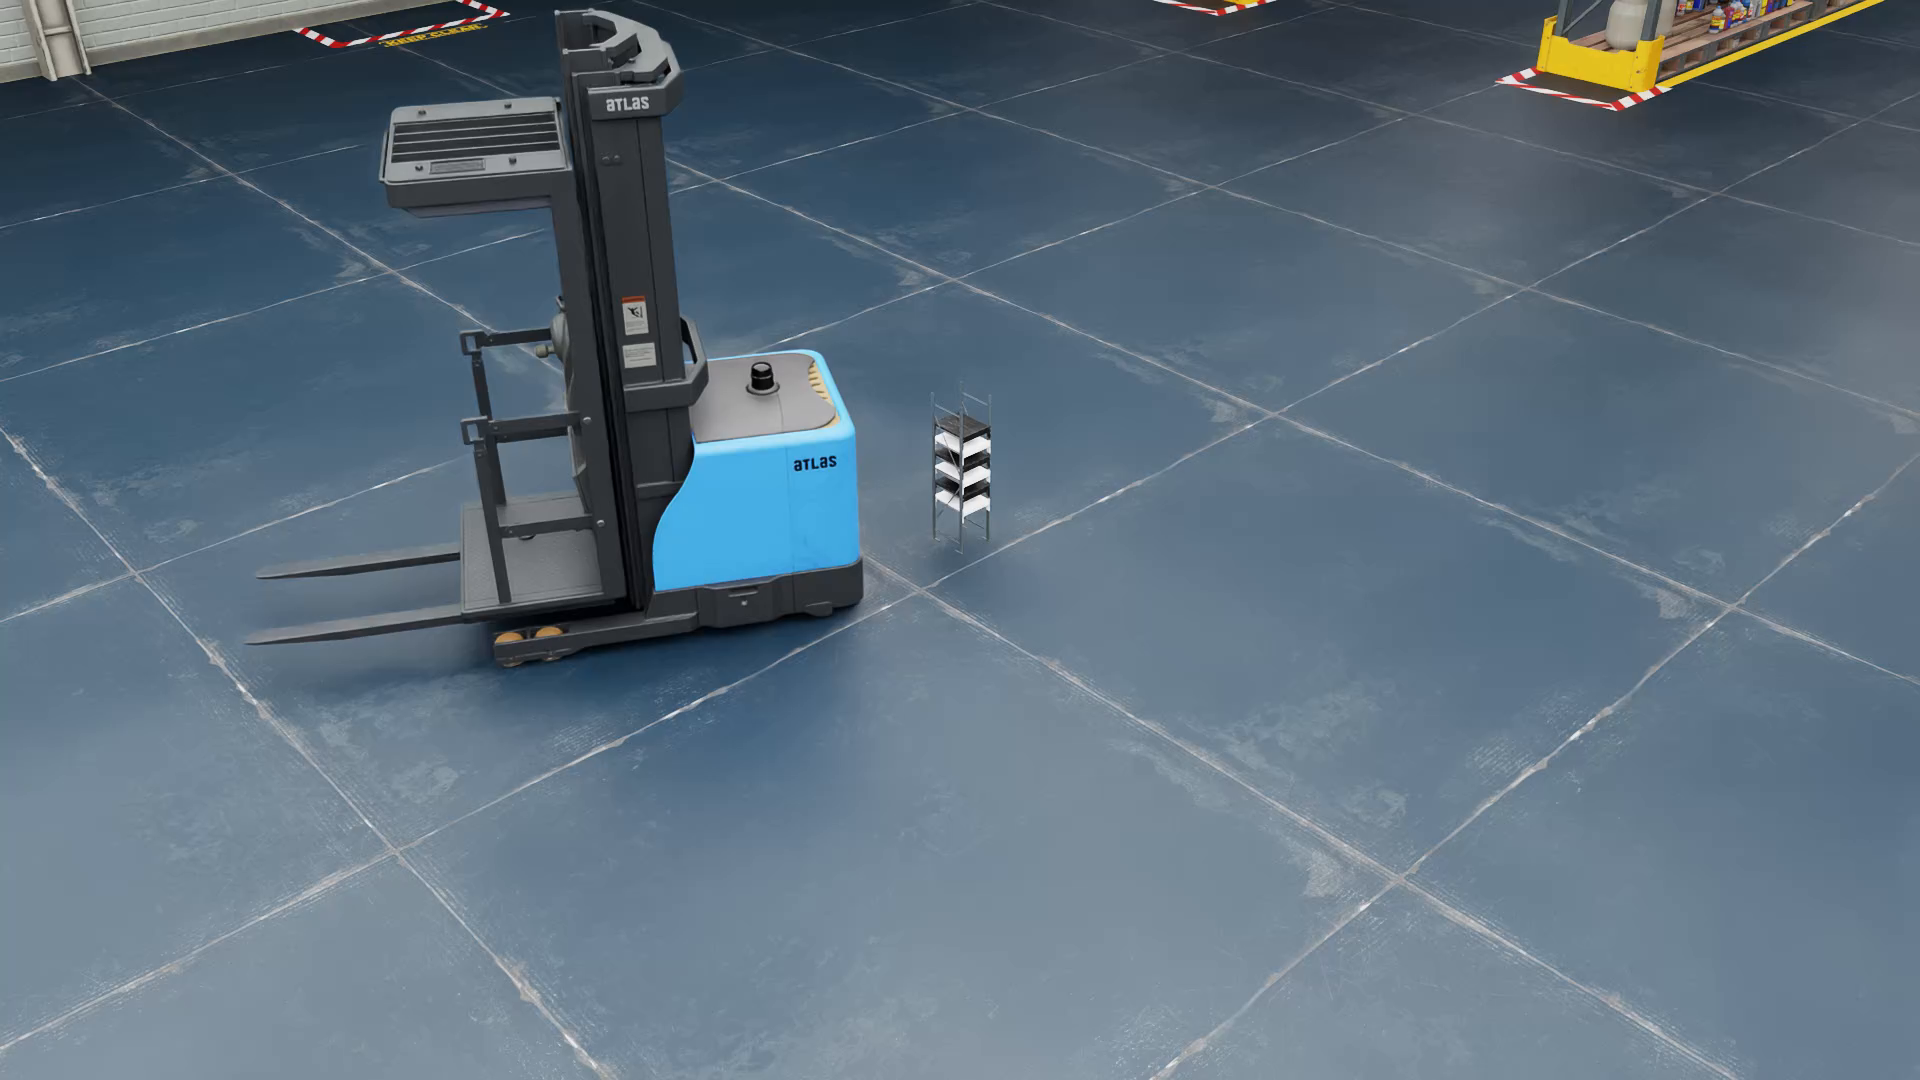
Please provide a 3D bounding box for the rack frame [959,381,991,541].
[{"bbox_3d":[0.081,-0.423,9.079,0.006,0.900,0.240,-26,40,-35],"label":"rack frame"}]

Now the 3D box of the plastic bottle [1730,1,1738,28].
[{"bbox_3d":[8.235,-5.617,17.754,0.097,0.271,0.097,0,31,0],"label":"plastic bottle"}]

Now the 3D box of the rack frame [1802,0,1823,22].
[{"bbox_3d":[9.375,-7.366,18.421,0.127,3.000,1.000,-26,40,-35],"label":"rack frame"}]

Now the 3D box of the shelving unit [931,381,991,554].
[{"bbox_3d":[0.006,-0.387,9.020,0.210,0.900,0.258,-26,40,-35],"label":"shelving unit"}]

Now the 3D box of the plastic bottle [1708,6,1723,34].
[{"bbox_3d":[7.984,-5.495,17.555,0.097,0.271,0.097,0,31,0],"label":"plastic bottle"}]

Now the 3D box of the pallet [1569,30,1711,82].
[{"bbox_3d":[7.065,-5.089,17.370,1.213,0.211,1.003,-26,40,-35],"label":"pallet"}]

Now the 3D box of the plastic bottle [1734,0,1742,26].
[{"bbox_3d":[8.308,-5.652,17.812,0.097,0.271,0.097,0,31,0],"label":"plastic bottle"}]

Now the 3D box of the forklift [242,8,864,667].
[{"bbox_3d":[-2.075,-0.930,7.961,3.031,2.935,1.130,-8,32,-12],"label":"forklift"}]

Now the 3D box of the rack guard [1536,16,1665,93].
[{"bbox_3d":[6.466,-4.926,16.827,0.348,0.500,1.175,-26,40,-35],"label":"rack guard"}]

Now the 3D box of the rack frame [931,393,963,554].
[{"bbox_3d":[-0.069,-0.351,8.961,0.006,0.900,0.240,-26,40,-35],"label":"rack frame"}]

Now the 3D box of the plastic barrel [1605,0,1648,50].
[{"bbox_3d":[6.873,-5.328,17.070,0.421,0.512,0.421,0,31,0],"label":"plastic barrel"}]

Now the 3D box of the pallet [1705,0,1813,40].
[{"bbox_3d":[8.855,-5.954,18.785,1.213,0.211,1.003,-26,40,-35],"label":"pallet"}]

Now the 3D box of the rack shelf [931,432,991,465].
[{"bbox_3d":[0.006,-0.512,8.943,0.200,0.077,0.258,-26,40,-35],"label":"rack shelf"}]

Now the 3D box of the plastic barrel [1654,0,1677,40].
[{"bbox_3d":[7.241,-5.506,17.361,0.421,0.512,0.421,0,31,0],"label":"plastic barrel"}]

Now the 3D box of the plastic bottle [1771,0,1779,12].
[{"bbox_3d":[8.958,-6.017,18.333,0.144,0.351,0.185,27,40,37],"label":"plastic bottle"}]

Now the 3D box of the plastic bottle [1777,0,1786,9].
[{"bbox_3d":[9.099,-6.085,18.444,0.185,0.351,0.144,-27,41,-37],"label":"plastic bottle"}]

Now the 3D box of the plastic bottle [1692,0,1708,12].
[{"bbox_3d":[8.170,-5.999,18.374,0.135,0.276,0.152,-26,40,-35],"label":"plastic bottle"}]

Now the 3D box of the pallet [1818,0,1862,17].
[{"bbox_3d":[9.925,-6.470,19.629,1.213,0.211,1.003,-26,40,-35],"label":"pallet"}]

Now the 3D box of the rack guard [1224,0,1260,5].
[{"bbox_3d":[3.060,-6.769,19.840,0.348,0.500,1.175,-26,40,-35],"label":"rack guard"}]

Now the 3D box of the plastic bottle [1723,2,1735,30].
[{"bbox_3d":[8.162,-5.574,17.672,0.133,0.283,0.061,-25,39,-35],"label":"plastic bottle"}]

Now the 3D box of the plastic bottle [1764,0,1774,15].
[{"bbox_3d":[8.867,-5.915,18.230,0.133,0.283,0.061,-23,38,-32],"label":"plastic bottle"}]

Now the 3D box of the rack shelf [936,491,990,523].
[{"bbox_3d":[0.006,-0.205,9.131,0.200,0.077,0.258,-26,40,-35],"label":"rack shelf"}]

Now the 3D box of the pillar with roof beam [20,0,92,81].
[{"bbox_3d":[-6.241,-6.973,12.027,0.400,9.000,9.100,-26,40,-35],"label":"pillar with roof beam"}]

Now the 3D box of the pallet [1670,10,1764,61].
[{"bbox_3d":[7.960,-5.520,18.074,1.213,0.211,1.003,-26,40,-35],"label":"pallet"}]

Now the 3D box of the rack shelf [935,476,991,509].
[{"bbox_3d":[0.006,-0.282,9.084,0.200,0.077,0.258,-26,40,-35],"label":"rack shelf"}]

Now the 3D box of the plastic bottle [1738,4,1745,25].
[{"bbox_3d":[8.381,-5.658,17.887,0.097,0.201,0.097,0,31,0],"label":"plastic bottle"}]

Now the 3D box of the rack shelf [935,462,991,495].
[{"bbox_3d":[0.006,-0.358,9.037,0.200,0.077,0.258,-26,40,-35],"label":"rack shelf"}]

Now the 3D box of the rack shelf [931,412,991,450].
[{"bbox_3d":[0.006,-0.589,8.896,0.200,0.077,0.258,-26,40,-35],"label":"rack shelf"}]

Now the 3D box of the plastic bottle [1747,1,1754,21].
[{"bbox_3d":[8.532,-5.730,18.007,0.097,0.201,0.097,0,31,0],"label":"plastic bottle"}]

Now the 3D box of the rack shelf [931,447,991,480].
[{"bbox_3d":[0.006,-0.435,8.990,0.200,0.077,0.258,-26,40,-35],"label":"rack shelf"}]

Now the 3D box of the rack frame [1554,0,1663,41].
[{"bbox_3d":[6.442,-5.948,16.101,0.127,3.000,1.000,-26,40,-35],"label":"rack frame"}]

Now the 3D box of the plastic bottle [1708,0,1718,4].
[{"bbox_3d":[8.477,-6.165,18.650,0.097,0.271,0.097,0,31,0],"label":"plastic bottle"}]

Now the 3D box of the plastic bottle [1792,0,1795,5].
[{"bbox_3d":[9.321,-6.112,18.631,0.097,0.201,0.097,0,31,0],"label":"plastic bottle"}]

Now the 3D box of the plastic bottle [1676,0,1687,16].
[{"bbox_3d":[7.895,-5.848,18.198,0.097,0.201,0.097,0,31,0],"label":"plastic bottle"}]

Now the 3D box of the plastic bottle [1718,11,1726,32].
[{"bbox_3d":[8.060,-5.502,17.633,0.097,0.201,0.097,0,31,0],"label":"plastic bottle"}]

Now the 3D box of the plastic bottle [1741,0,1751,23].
[{"bbox_3d":[8.457,-5.724,17.929,0.097,0.271,0.097,0,31,0],"label":"plastic bottle"}]

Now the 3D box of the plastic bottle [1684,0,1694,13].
[{"bbox_3d":[8.029,-5.918,18.314,0.097,0.201,0.097,0,31,0],"label":"plastic bottle"}]

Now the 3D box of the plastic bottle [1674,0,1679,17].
[{"bbox_3d":[7.767,-5.834,18.097,0.133,0.283,0.061,-26,40,-35],"label":"plastic bottle"}]

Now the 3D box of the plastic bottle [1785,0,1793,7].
[{"bbox_3d":[9.247,-6.098,18.530,0.133,0.283,0.061,-24,39,-33],"label":"plastic bottle"}]

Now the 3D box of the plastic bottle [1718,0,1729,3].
[{"bbox_3d":[8.599,-6.241,18.699,0.185,0.351,0.144,-26,40,-35],"label":"plastic bottle"}]

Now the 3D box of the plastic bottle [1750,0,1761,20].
[{"bbox_3d":[8.600,-5.815,18.073,0.135,0.276,0.152,-25,39,-35],"label":"plastic bottle"}]

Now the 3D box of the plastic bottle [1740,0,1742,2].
[{"bbox_3d":[8.527,-5.858,18.137,0.133,0.283,0.061,-26,40,-35],"label":"plastic bottle"}]

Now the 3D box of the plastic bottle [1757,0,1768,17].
[{"bbox_3d":[8.722,-5.903,18.145,0.185,0.351,0.144,-26,40,-36],"label":"plastic bottle"}]

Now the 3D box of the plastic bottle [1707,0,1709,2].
[{"bbox_3d":[8.363,-6.229,18.680,0.144,0.351,0.185,27,41,37],"label":"plastic bottle"}]
